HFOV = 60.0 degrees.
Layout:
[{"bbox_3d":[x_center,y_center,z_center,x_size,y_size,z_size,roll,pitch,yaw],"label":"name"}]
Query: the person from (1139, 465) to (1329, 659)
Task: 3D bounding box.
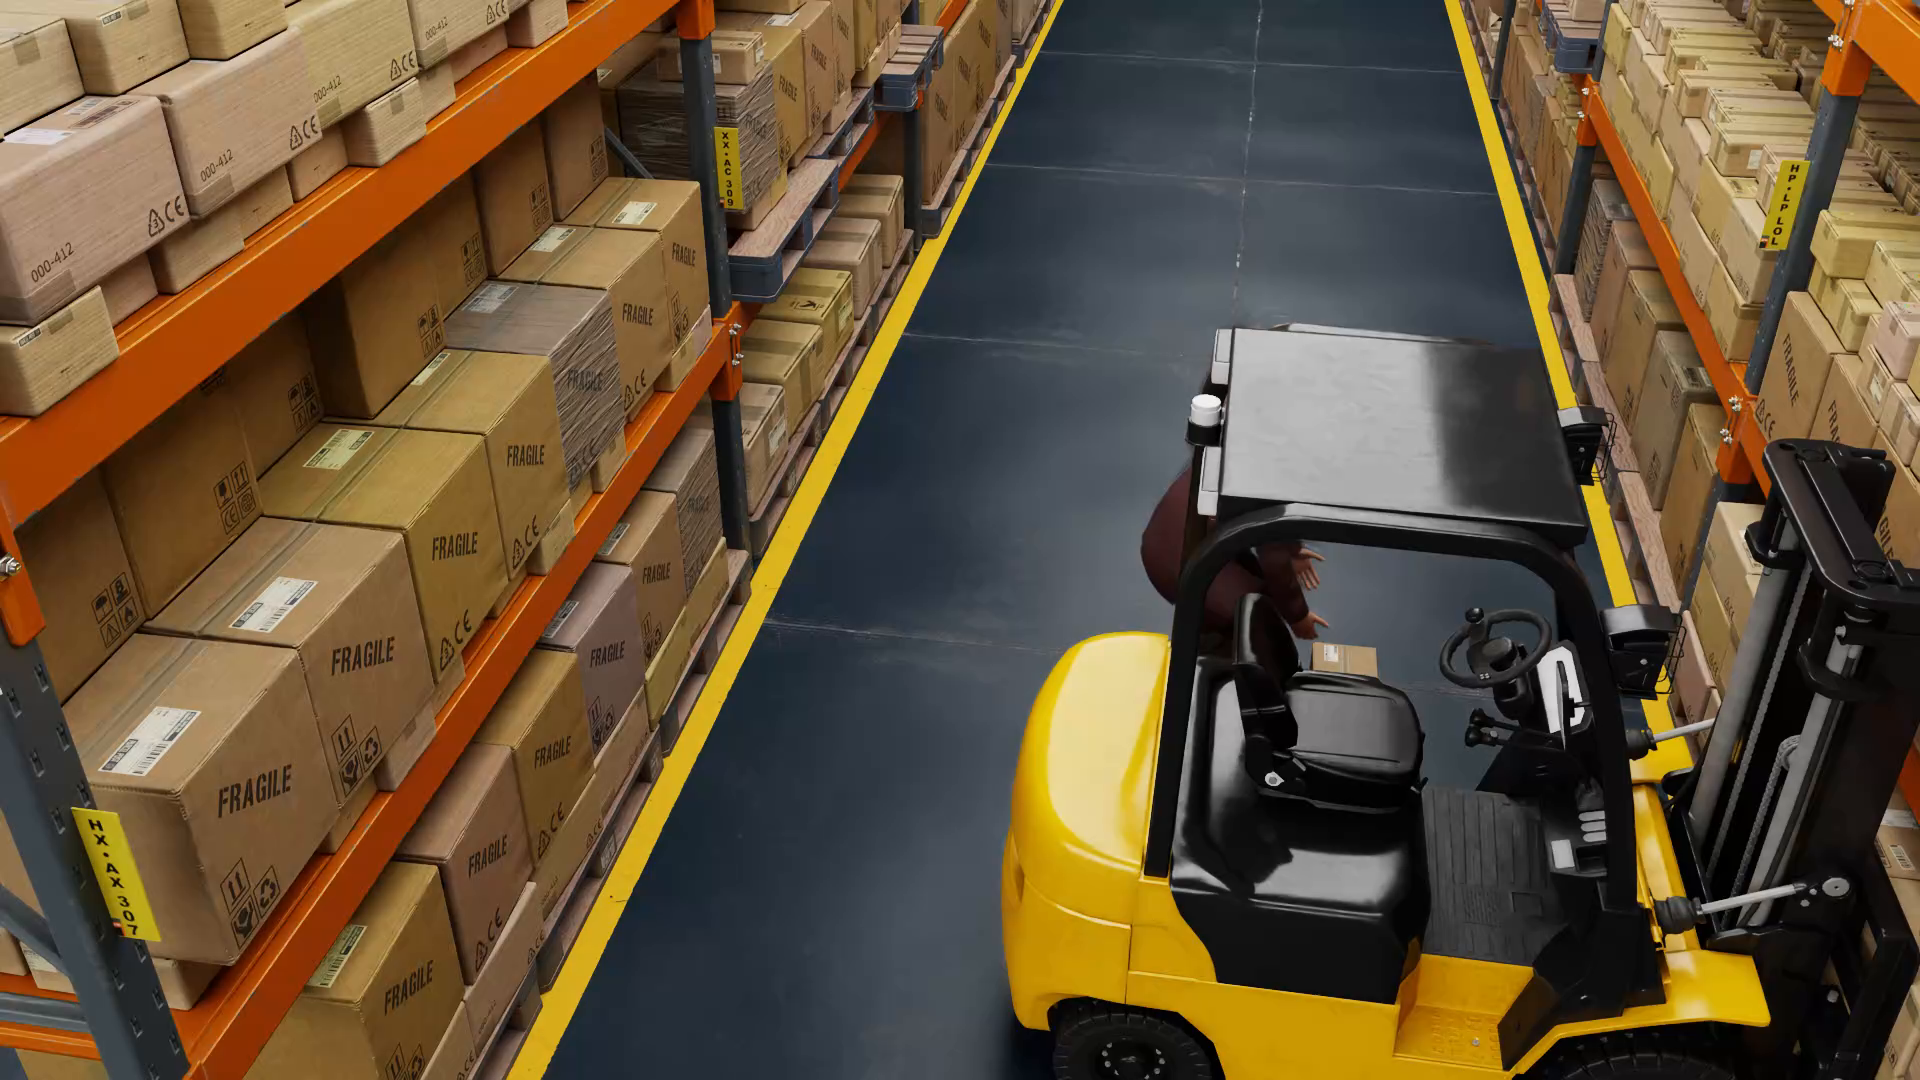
[{"bbox_3d":[1.075,0.071,6.444,0.752,1.349,0.633,5,32,8],"label":"person"}]
